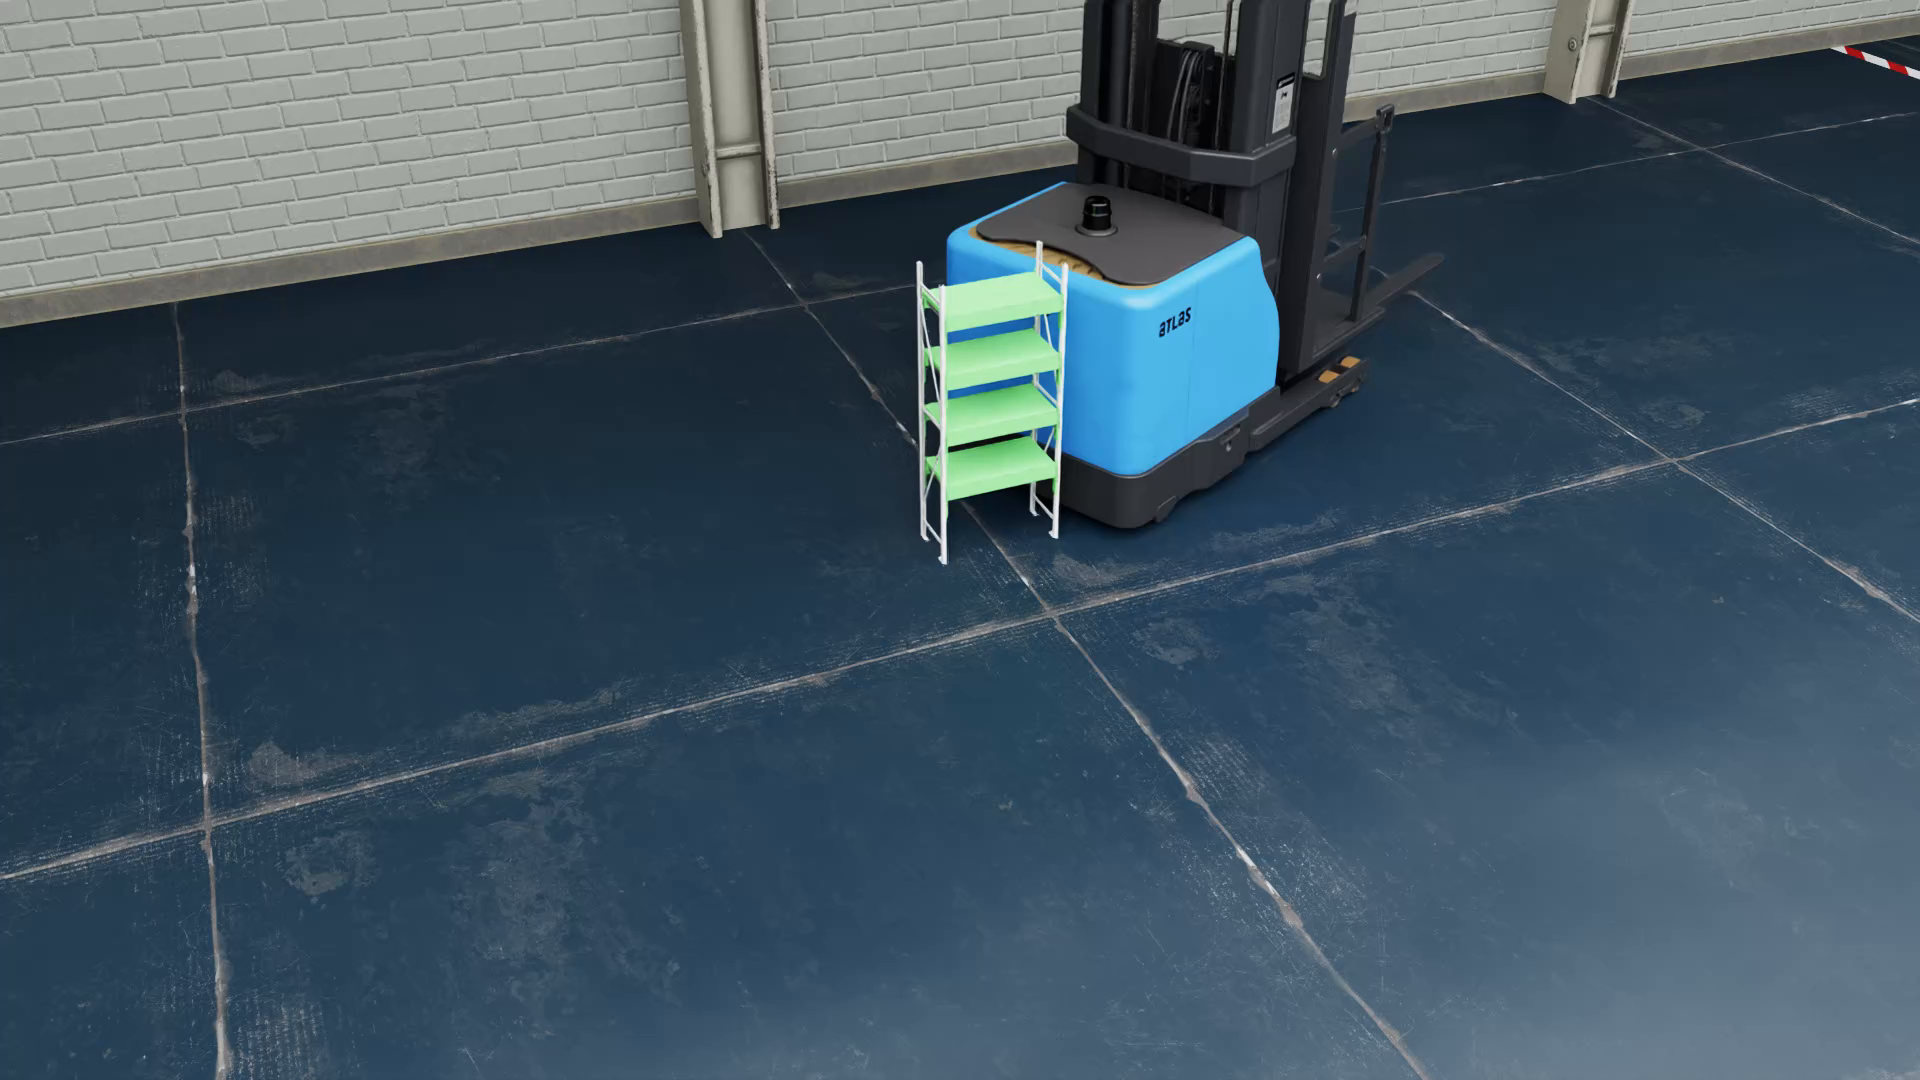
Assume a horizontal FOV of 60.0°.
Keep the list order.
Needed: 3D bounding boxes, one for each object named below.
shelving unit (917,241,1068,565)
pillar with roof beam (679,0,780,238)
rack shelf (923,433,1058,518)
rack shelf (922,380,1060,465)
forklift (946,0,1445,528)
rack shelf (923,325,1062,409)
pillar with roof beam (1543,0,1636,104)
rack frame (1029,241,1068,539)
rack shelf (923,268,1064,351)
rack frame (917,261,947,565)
[{"bbox_3d":[0.118,-0.515,6.442,0.503,1.200,0.258,-13,35,-19],"label":"shelving unit"},{"bbox_3d":[0.399,-3.425,3.762,0.400,9.000,9.100,-13,35,-19],"label":"pillar with roof beam"},{"bbox_3d":[0.118,-0.260,6.607,0.480,0.148,0.258,-13,35,-19],"label":"rack shelf"},{"bbox_3d":[0.118,-0.462,6.476,0.480,0.148,0.258,-13,35,-19],"label":"rack shelf"},{"bbox_3d":[1.271,-2.003,7.141,1.130,2.935,3.031,25,41,33],"label":"forklift"},{"bbox_3d":[0.118,-0.663,6.346,0.480,0.148,0.258,-13,35,-19],"label":"rack shelf"},{"bbox_3d":[5.932,-4.691,5.709,0.400,9.000,9.100,-13,35,-19],"label":"pillar with roof beam"},{"bbox_3d":[0.343,-0.567,6.521,0.015,1.200,0.240,-13,35,-19],"label":"rack frame"},{"bbox_3d":[0.118,-0.864,6.215,0.480,0.148,0.258,-13,35,-19],"label":"rack shelf"},{"bbox_3d":[-0.107,-0.463,6.362,0.015,1.200,0.240,-13,35,-19],"label":"rack frame"}]
